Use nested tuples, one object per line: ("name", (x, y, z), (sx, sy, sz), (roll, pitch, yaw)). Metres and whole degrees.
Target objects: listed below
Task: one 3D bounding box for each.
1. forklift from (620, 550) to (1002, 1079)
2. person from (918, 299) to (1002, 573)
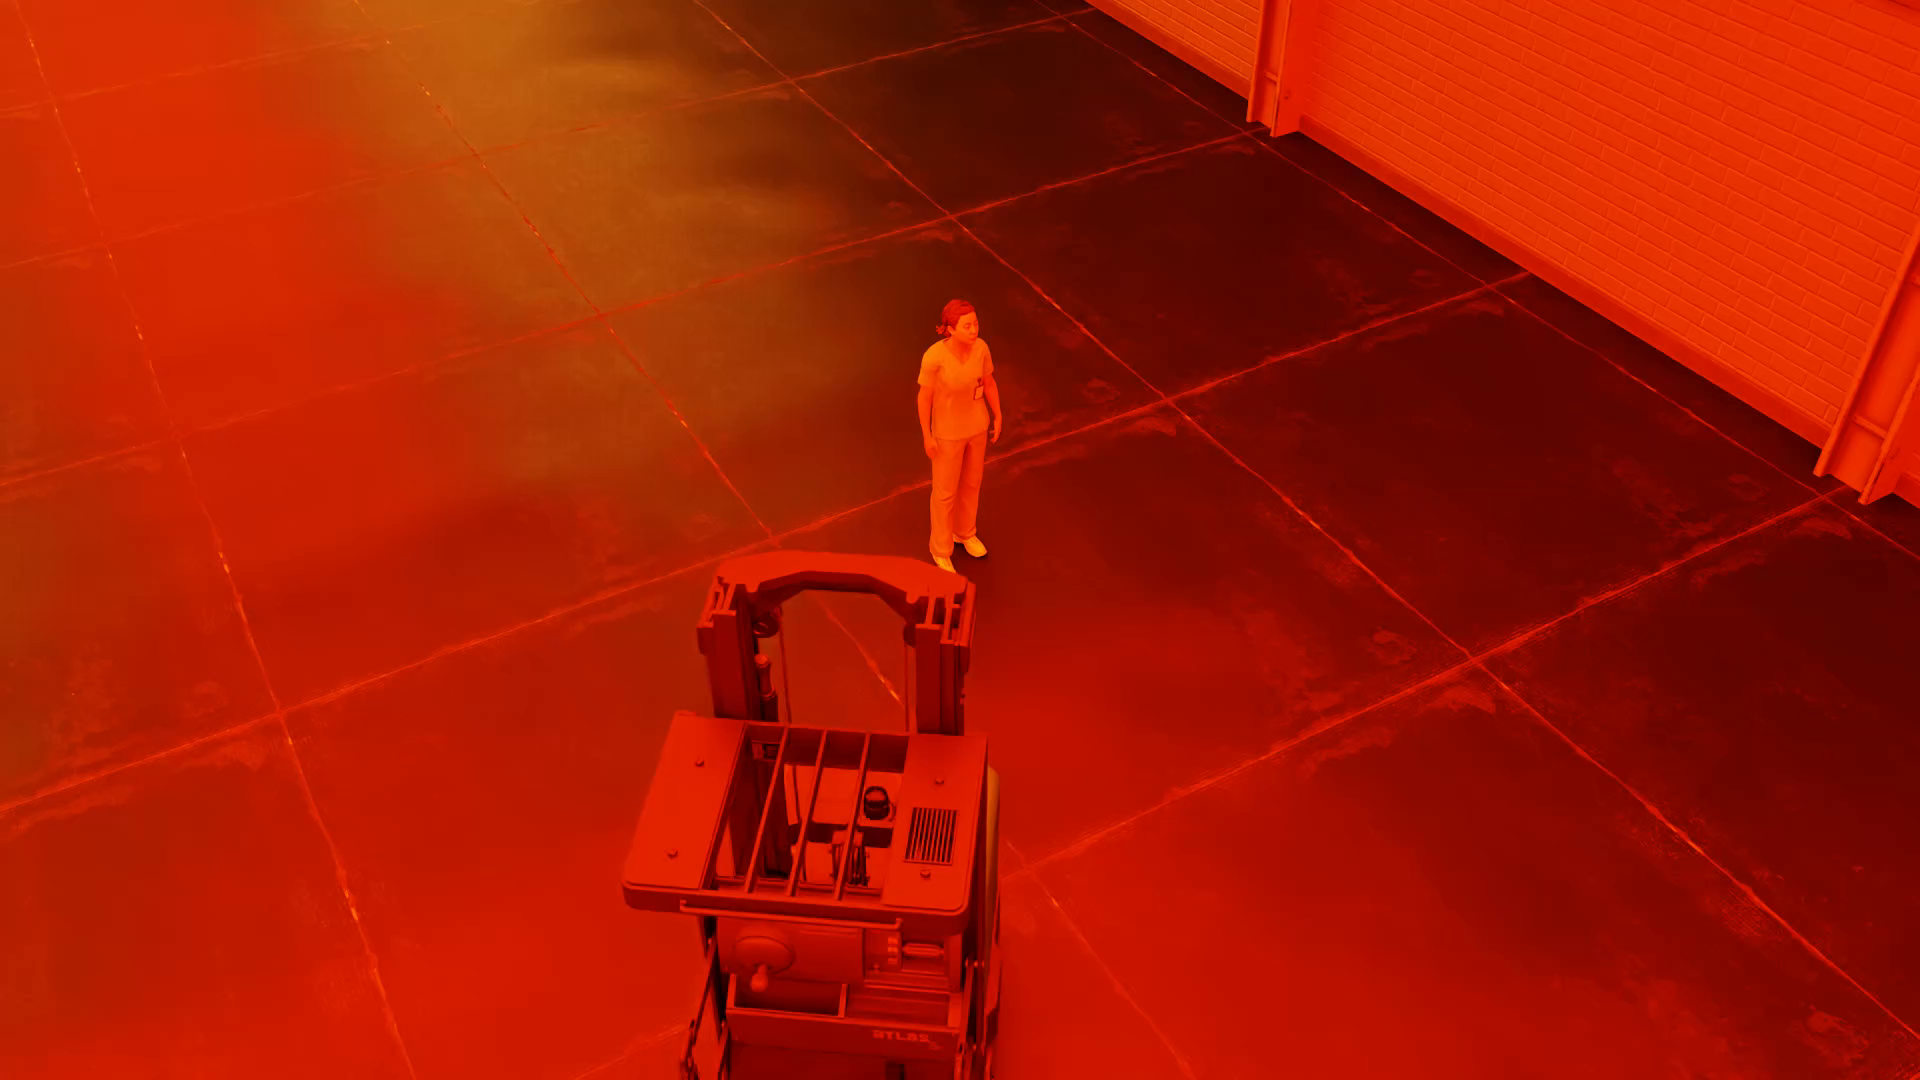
("forklift", (-0.474, 1.604, 6.102), (1.130, 2.935, 3.031), (4, 40, 4))
("person", (0.025, -0.606, 9.739), (0.550, 1.675, 0.549), (-20, 44, -23))
